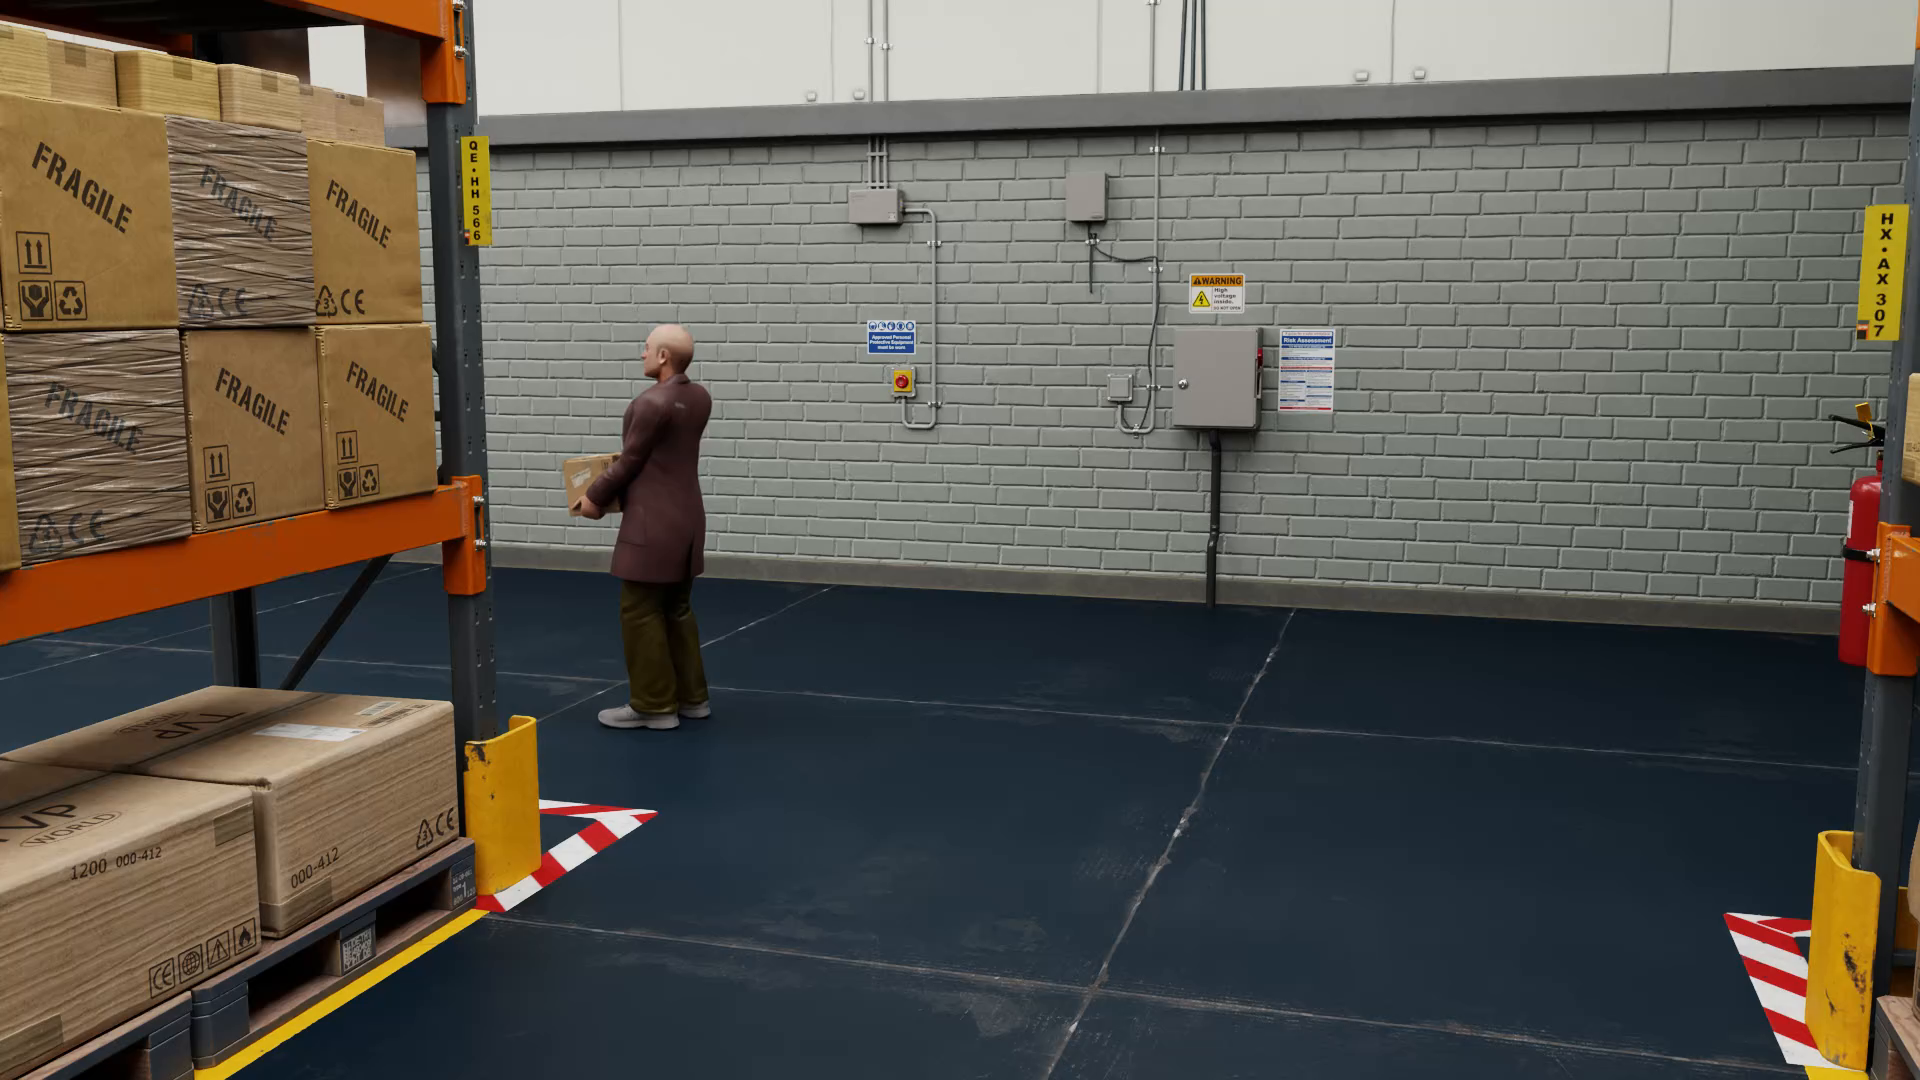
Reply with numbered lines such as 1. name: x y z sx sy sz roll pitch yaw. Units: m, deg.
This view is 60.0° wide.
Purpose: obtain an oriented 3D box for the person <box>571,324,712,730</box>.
1. person: -1.401 -0.062 7.332 0.554 1.771 0.529 3 9 17
